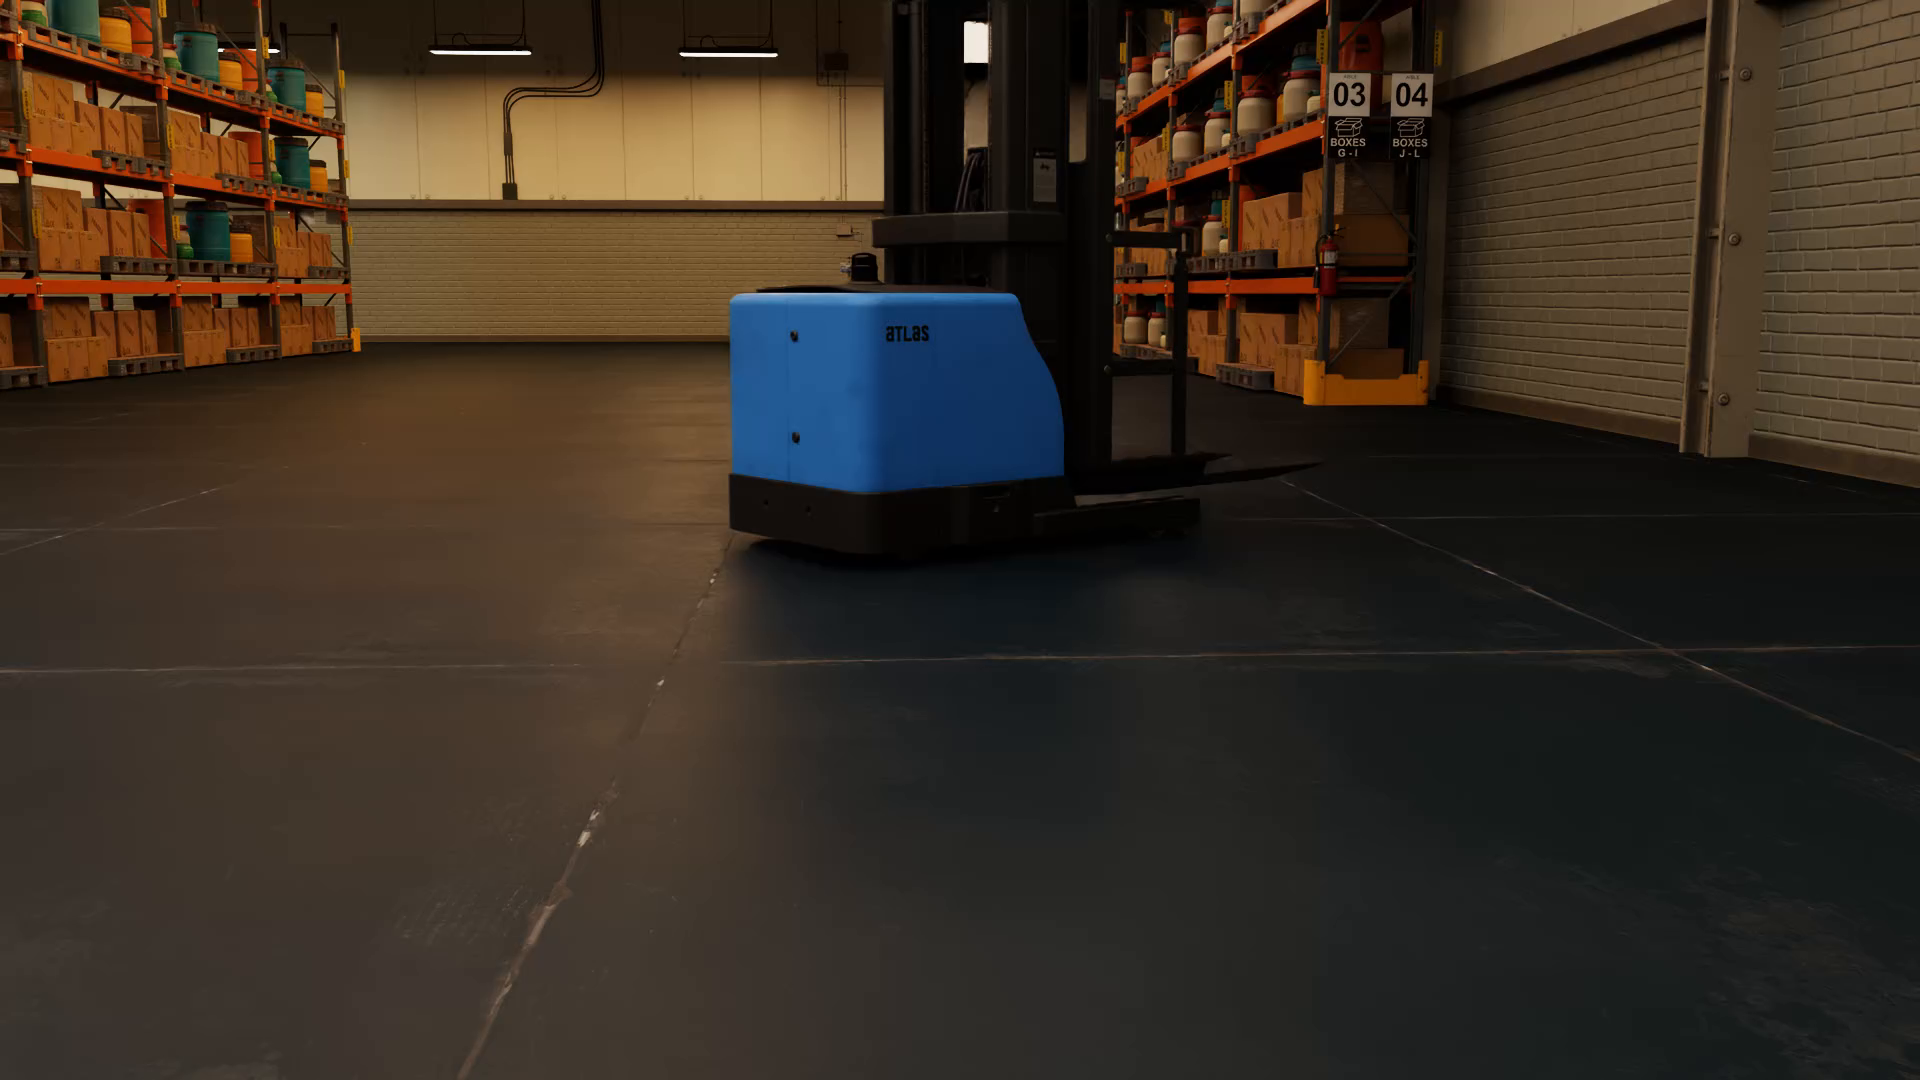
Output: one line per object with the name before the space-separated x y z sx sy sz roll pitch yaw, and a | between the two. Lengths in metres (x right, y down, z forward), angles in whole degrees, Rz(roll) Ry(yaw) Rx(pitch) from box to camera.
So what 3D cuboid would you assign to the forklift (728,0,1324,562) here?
forklift | 0.463 -1.516 7.539 3.031 2.935 1.130 -7 11 -39
